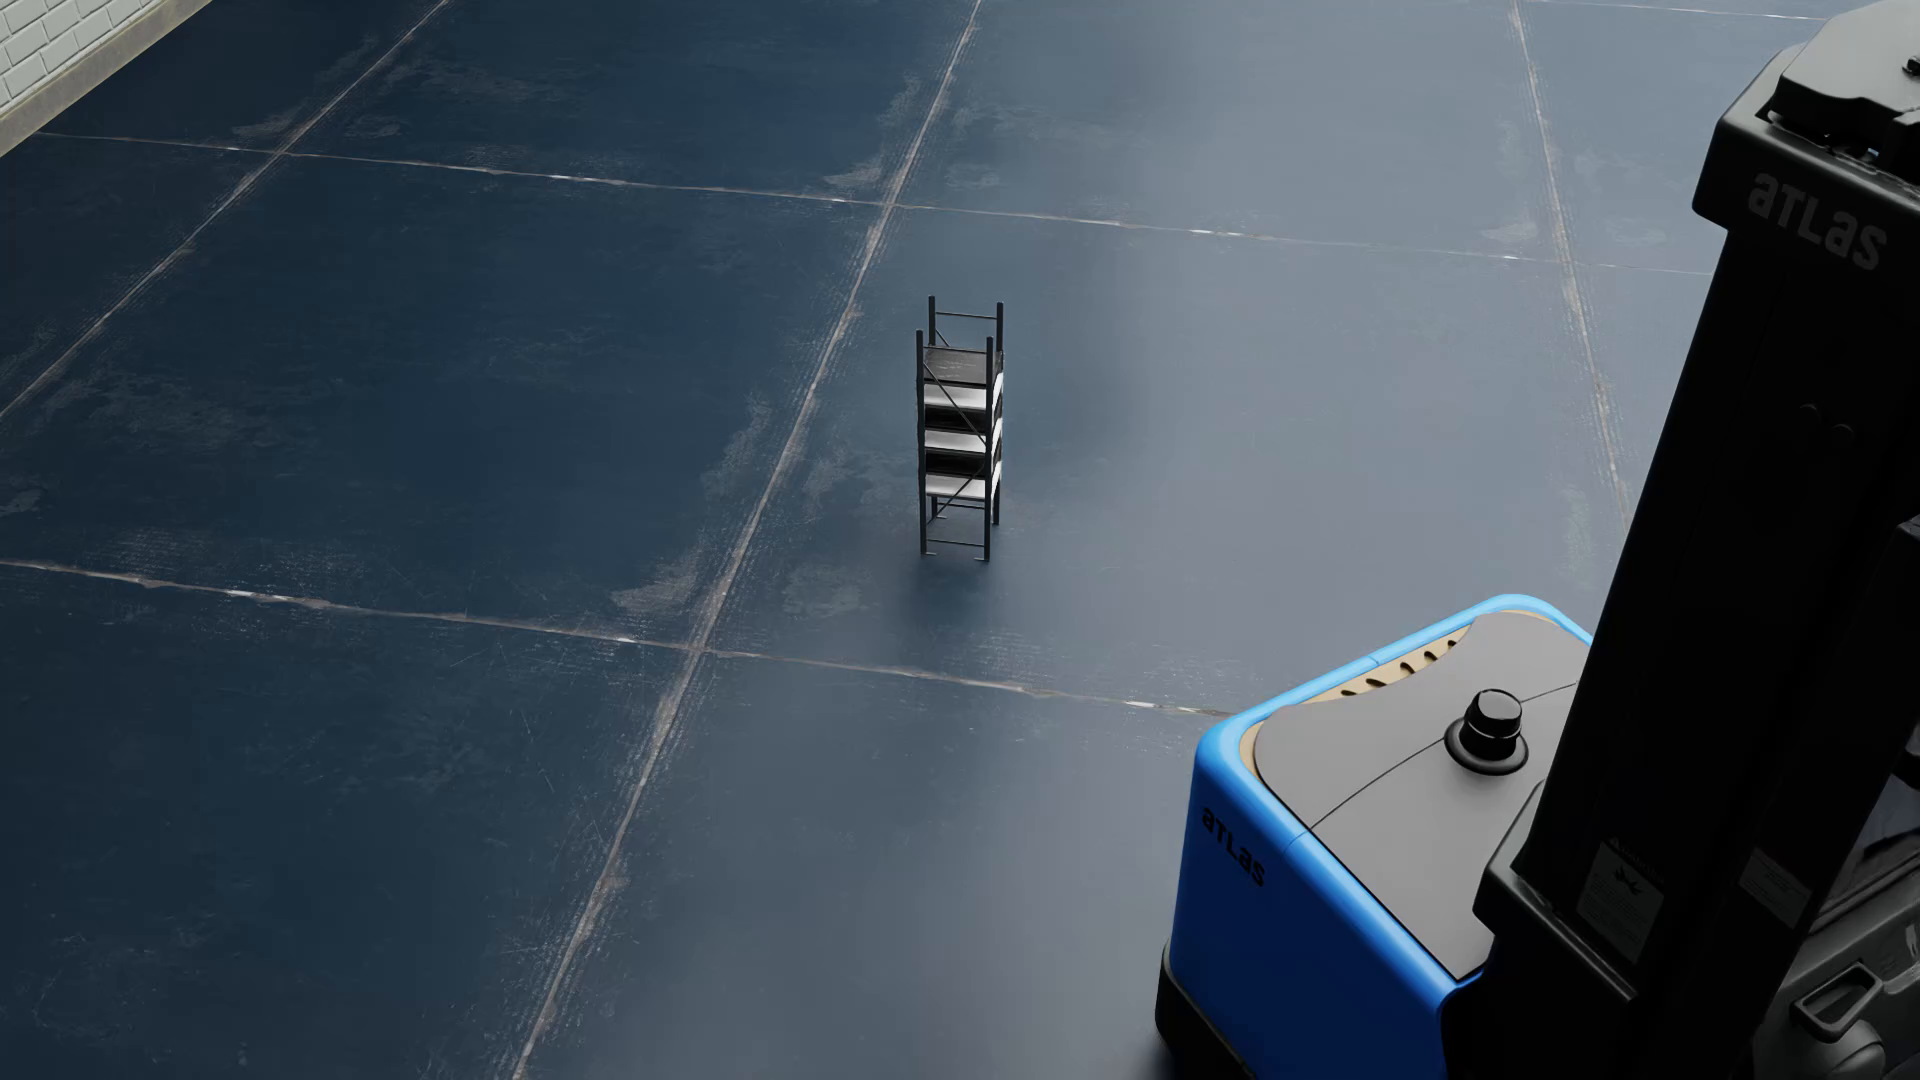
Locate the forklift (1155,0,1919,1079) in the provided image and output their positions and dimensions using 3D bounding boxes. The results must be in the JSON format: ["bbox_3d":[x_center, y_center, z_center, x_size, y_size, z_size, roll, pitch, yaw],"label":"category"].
[{"bbox_3d":[1.673,0.767,2.523,1.130,2.935,3.031,-21,44,-23],"label":"forklift"}]

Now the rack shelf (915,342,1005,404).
[{"bbox_3d":[0.001,-0.534,5.319,0.258,0.077,0.200,6,40,8],"label":"rack shelf"}]

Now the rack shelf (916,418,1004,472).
[{"bbox_3d":[0.001,-0.326,5.491,0.258,0.077,0.200,6,40,8],"label":"rack shelf"}]

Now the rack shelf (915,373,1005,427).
[{"bbox_3d":[0.001,-0.465,5.376,0.258,0.077,0.200,6,40,8],"label":"rack shelf"}]

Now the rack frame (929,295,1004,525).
[{"bbox_3d":[0.019,-0.416,5.547,0.240,0.900,0.006,6,40,8],"label":"rack frame"}]

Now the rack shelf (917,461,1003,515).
[{"bbox_3d":[0.001,-0.187,5.605,0.258,0.077,0.200,6,40,8],"label":"rack shelf"}]

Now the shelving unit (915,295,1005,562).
[{"bbox_3d":[0.001,-0.352,5.469,0.258,0.900,0.210,6,40,8],"label":"shelving unit"}]

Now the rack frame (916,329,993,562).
[{"bbox_3d":[-0.016,-0.288,5.392,0.240,0.900,0.006,6,40,8],"label":"rack frame"}]

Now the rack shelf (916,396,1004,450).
[{"bbox_3d":[0.001,-0.396,5.433,0.258,0.077,0.200,6,40,8],"label":"rack shelf"}]

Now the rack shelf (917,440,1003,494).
[{"bbox_3d":[0.001,-0.257,5.548,0.258,0.077,0.200,6,40,8],"label":"rack shelf"}]
